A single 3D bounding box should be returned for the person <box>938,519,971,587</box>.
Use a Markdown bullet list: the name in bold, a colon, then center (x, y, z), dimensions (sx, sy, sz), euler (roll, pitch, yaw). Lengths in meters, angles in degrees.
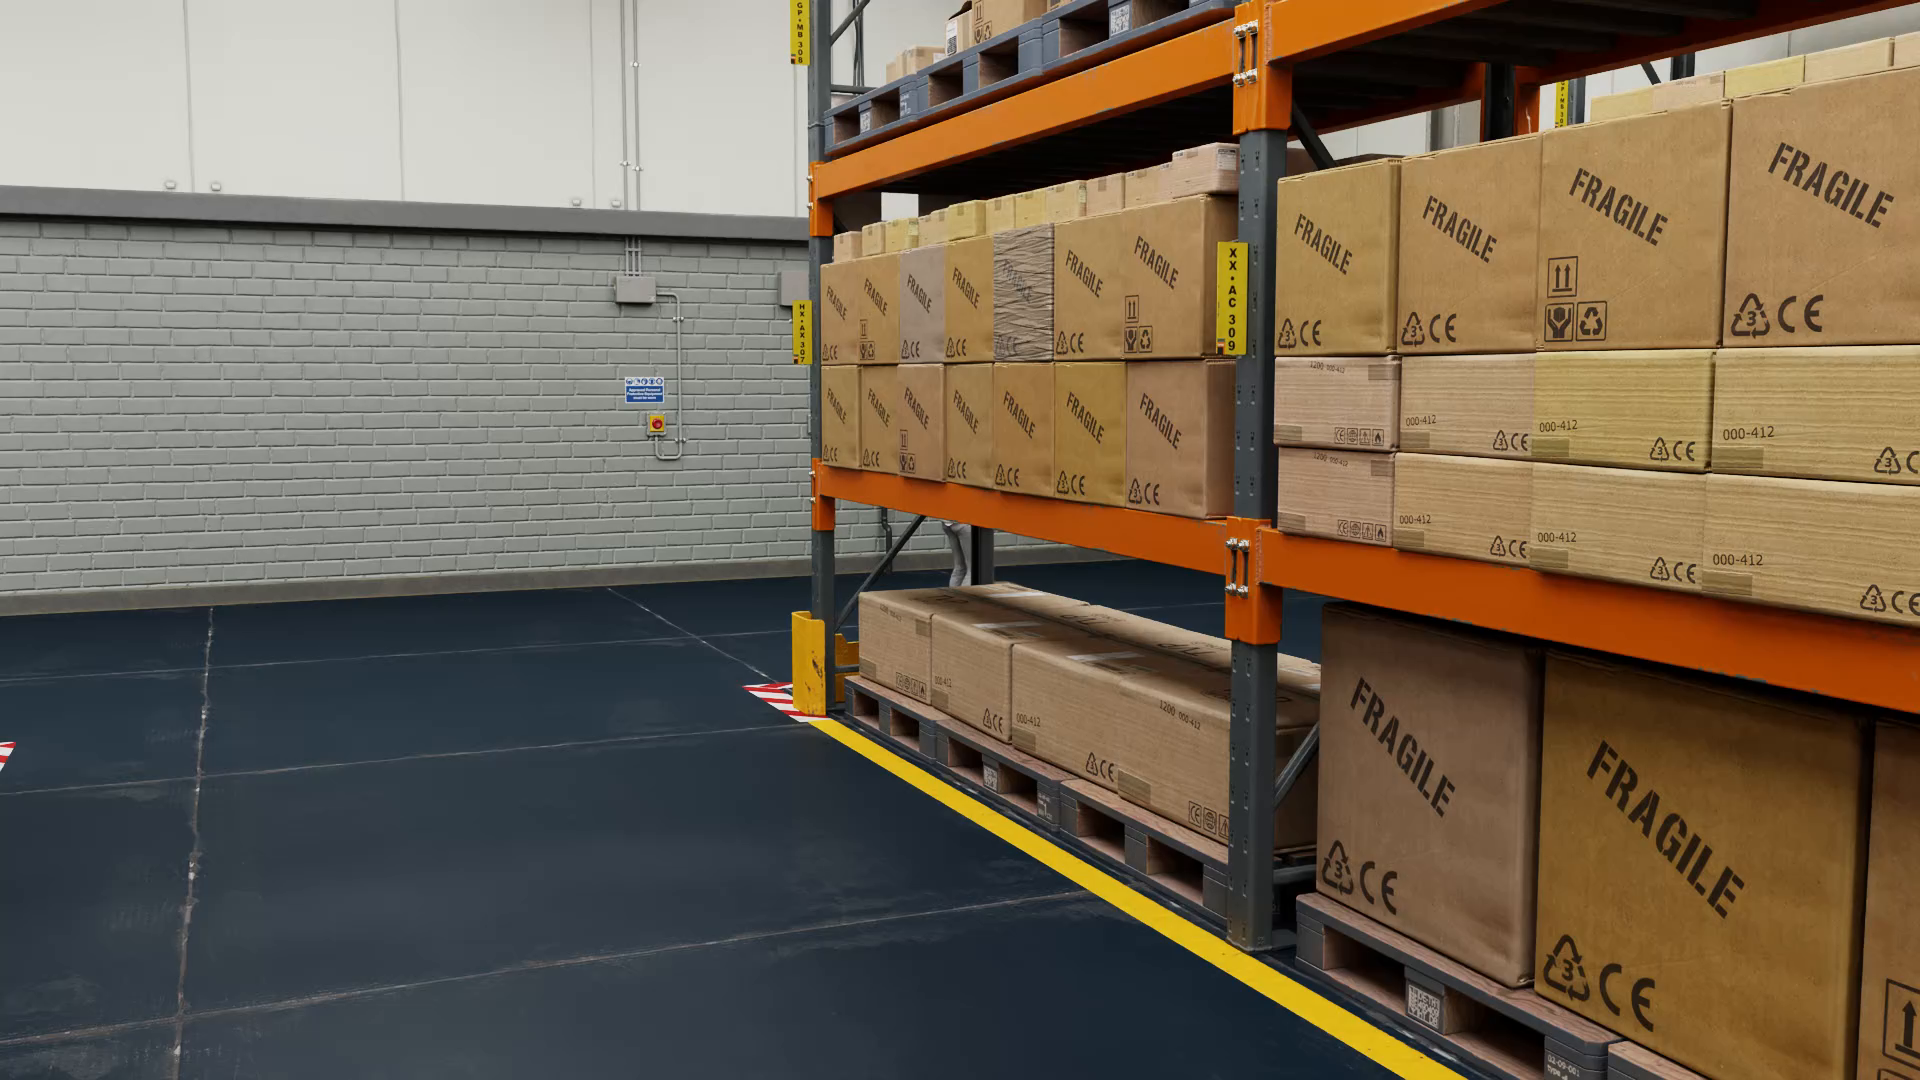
- **person**: center (0.038, -0.133, 11.071), dimensions (0.346, 1.592, 0.473), euler (-3, 6, -27)
